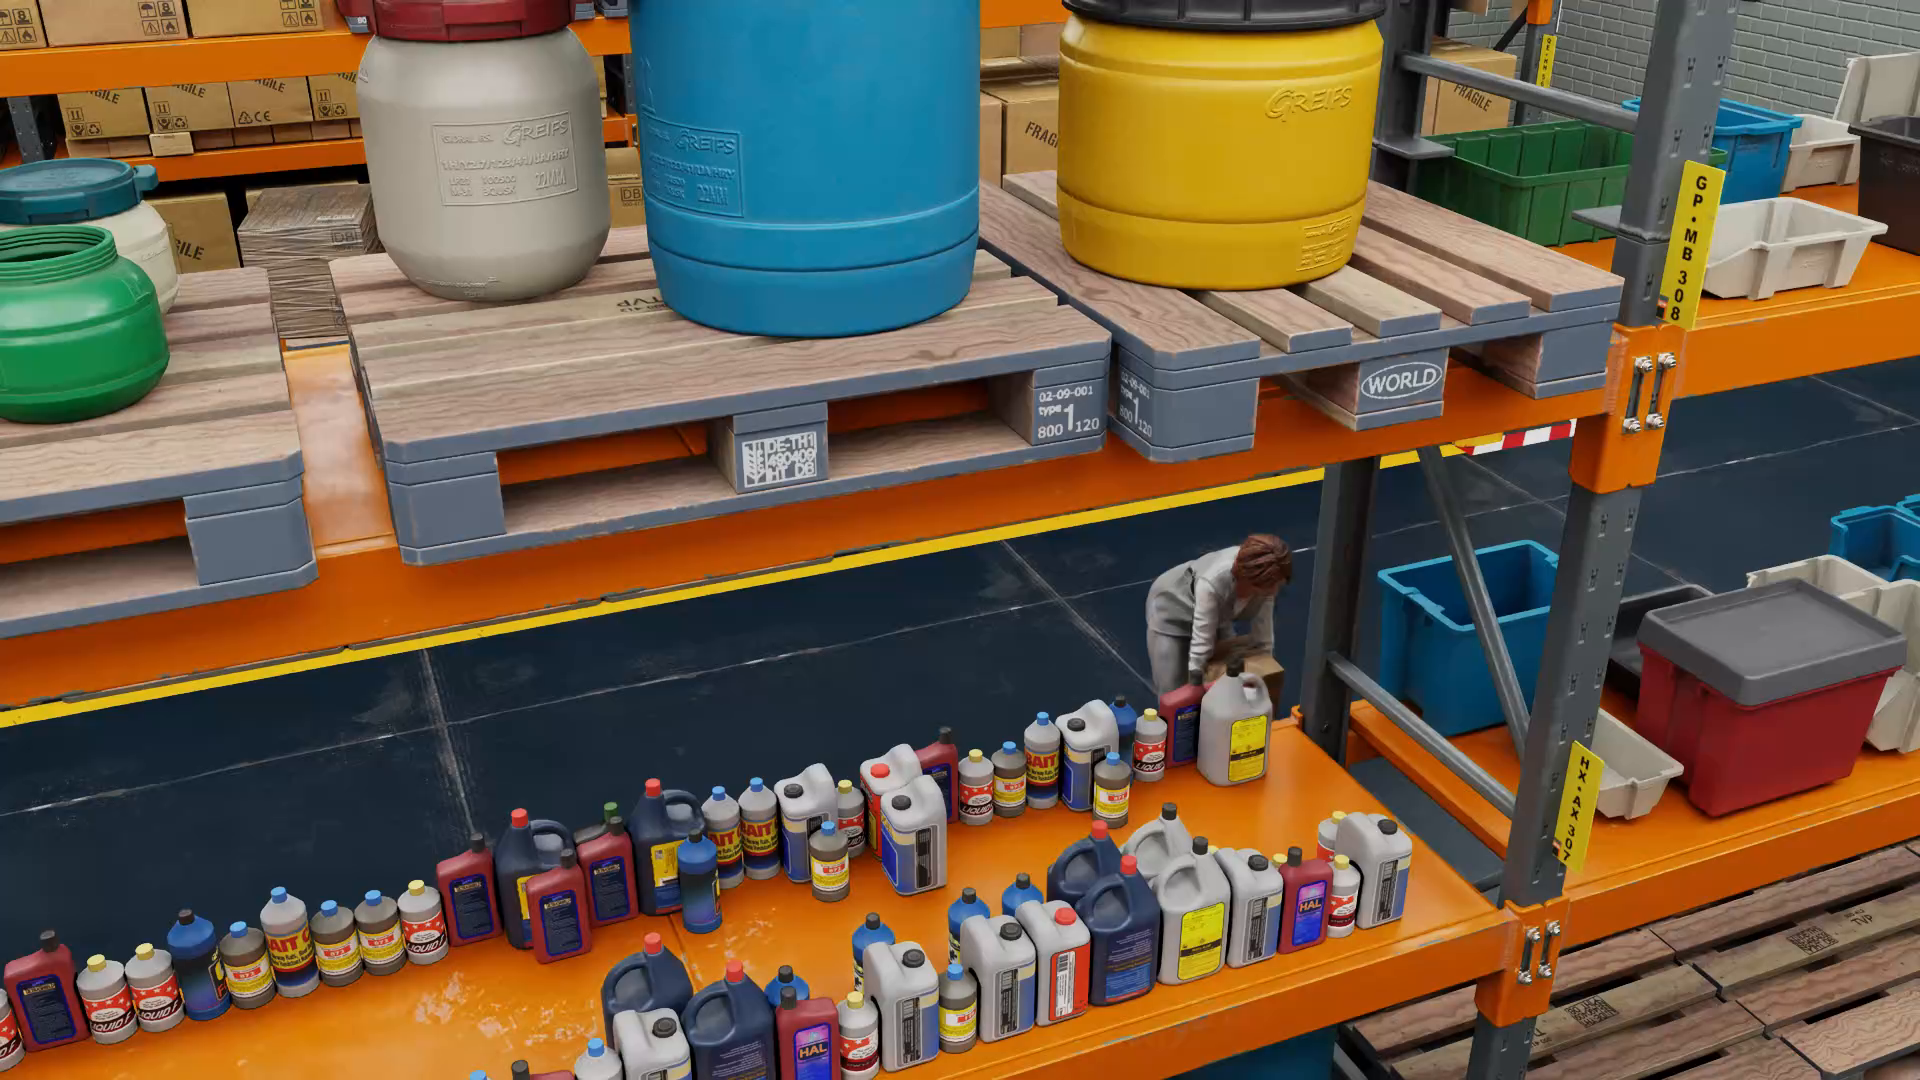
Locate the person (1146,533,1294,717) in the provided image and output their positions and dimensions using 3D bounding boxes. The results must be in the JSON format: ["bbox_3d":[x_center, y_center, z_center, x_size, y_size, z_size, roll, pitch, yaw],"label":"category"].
[{"bbox_3d":[0.983,0.506,6.380,0.374,1.356,0.737,-11,28,-22],"label":"person"}]
